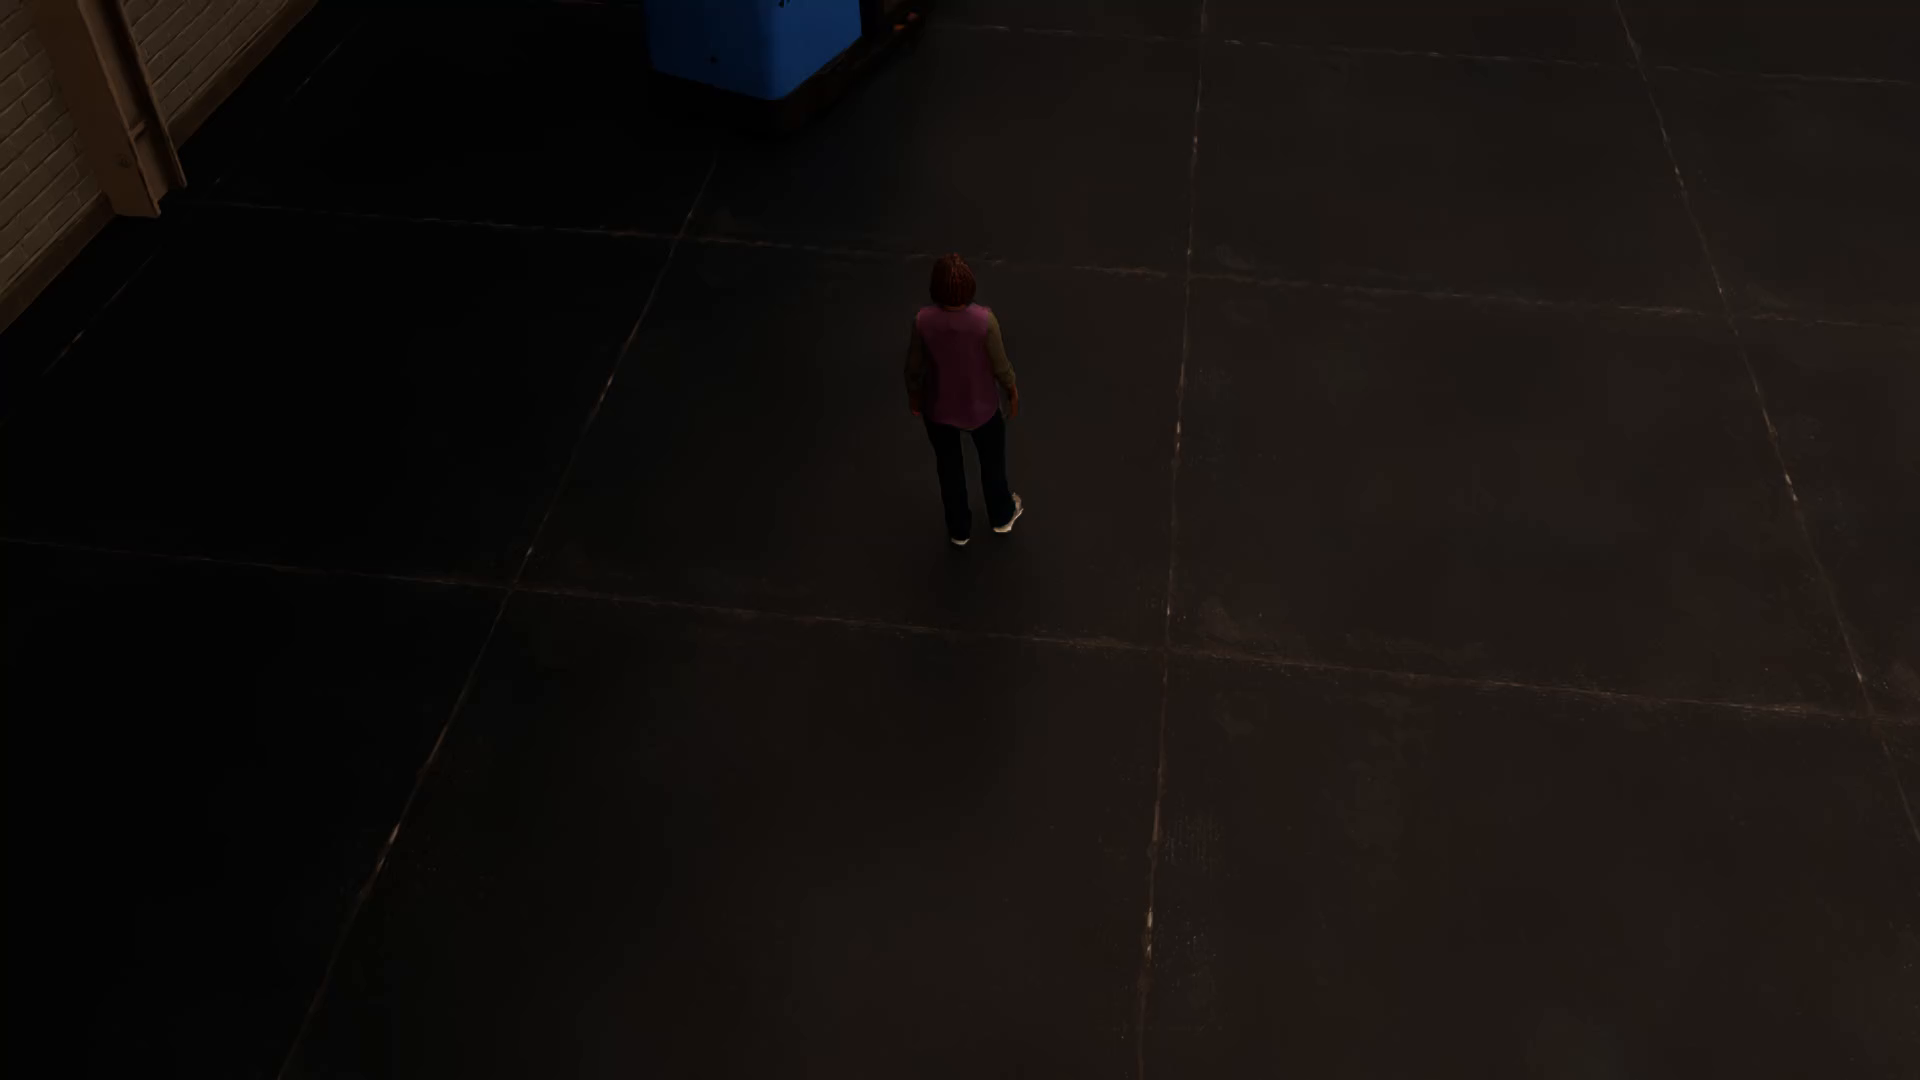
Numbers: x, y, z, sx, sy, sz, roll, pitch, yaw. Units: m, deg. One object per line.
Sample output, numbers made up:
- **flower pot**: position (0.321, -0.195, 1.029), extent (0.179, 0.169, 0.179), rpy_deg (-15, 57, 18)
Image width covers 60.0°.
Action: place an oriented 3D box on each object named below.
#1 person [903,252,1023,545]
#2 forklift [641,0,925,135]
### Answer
- **person**: position (0.024, -0.642, 7.399), extent (0.520, 1.597, 0.474), rpy_deg (5, 43, 6)
- **forklift**: position (-0.900, -4.649, 10.785), extent (1.130, 2.935, 3.031), rpy_deg (19, 46, 20)
